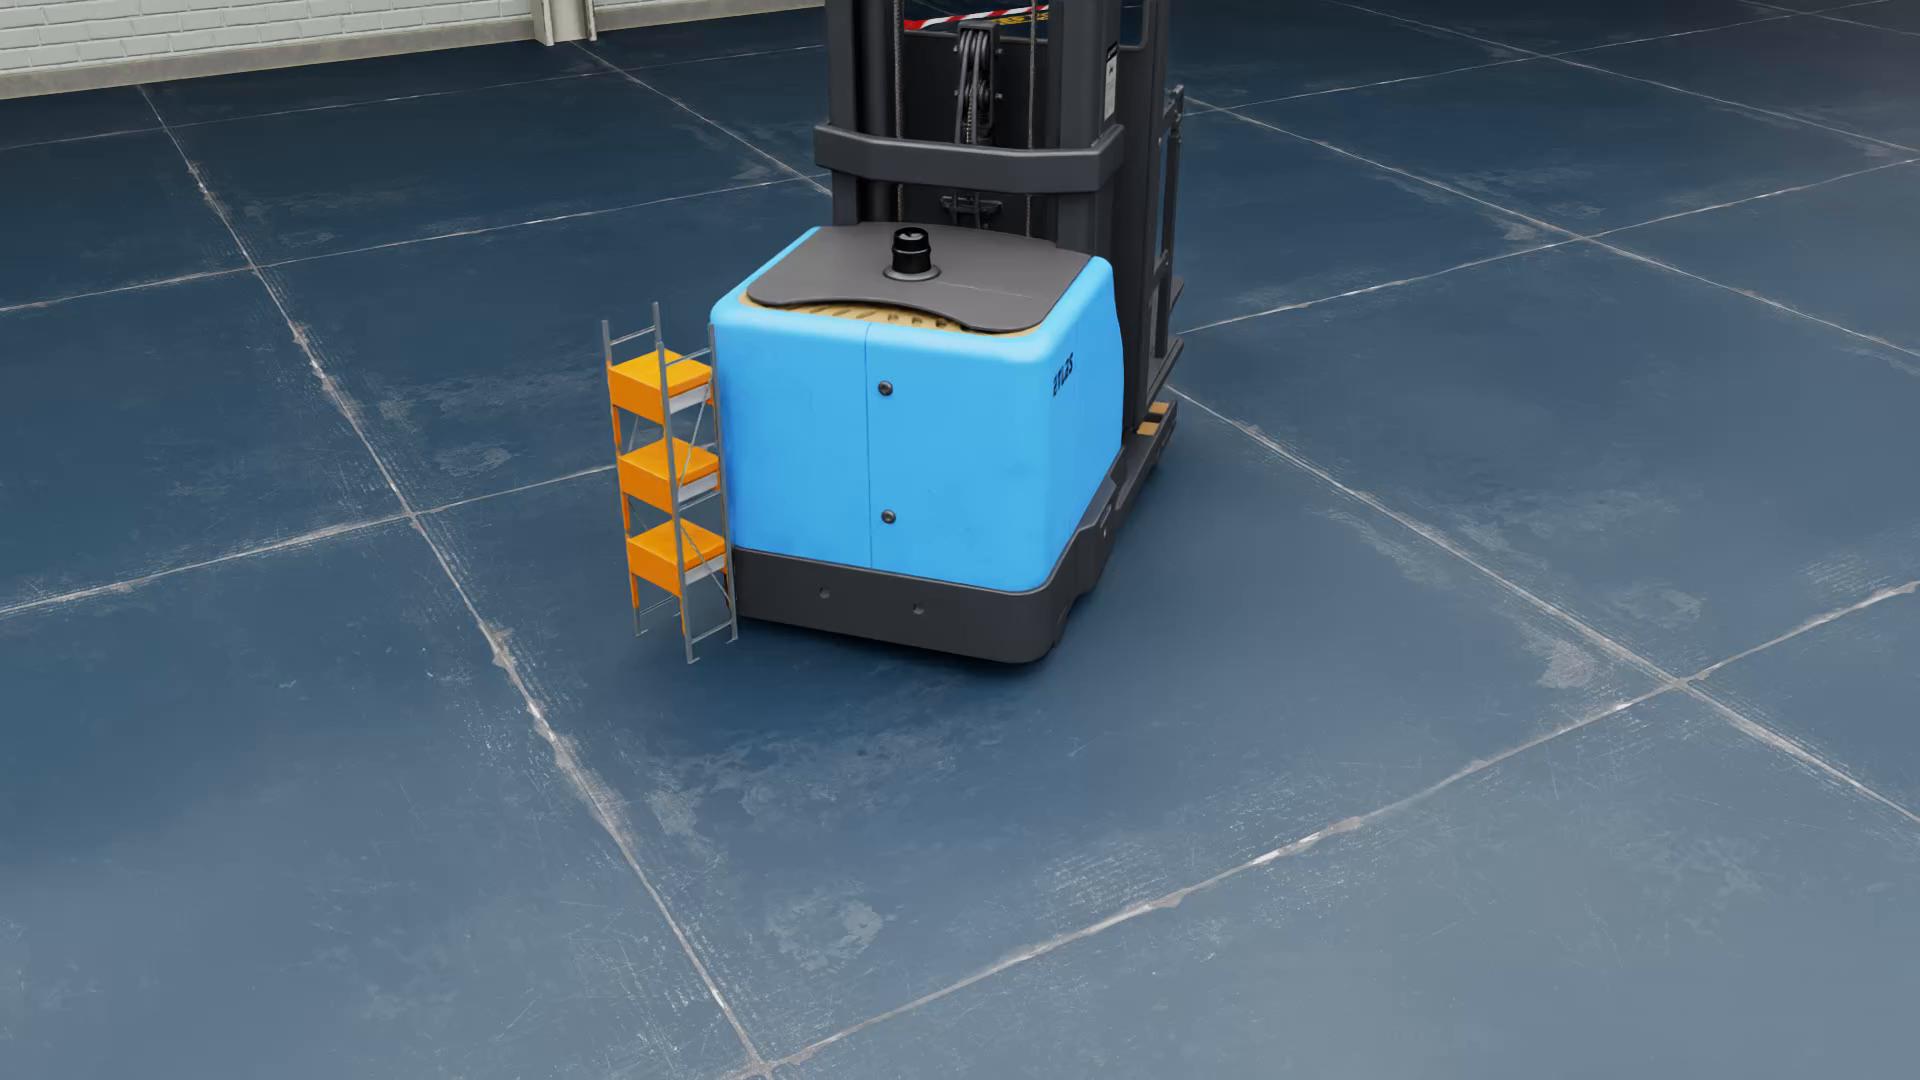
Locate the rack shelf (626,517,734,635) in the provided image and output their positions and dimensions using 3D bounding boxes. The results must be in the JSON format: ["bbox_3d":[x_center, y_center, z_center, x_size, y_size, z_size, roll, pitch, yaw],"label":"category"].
[{"bbox_3d":[-0.853,0.098,5.082,0.240,0.259,0.215,23,36,35],"label":"rack shelf"}]

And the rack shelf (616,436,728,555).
[{"bbox_3d":[-0.853,-0.145,4.948,0.240,0.259,0.215,23,36,35],"label":"rack shelf"}]

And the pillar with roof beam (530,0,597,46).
[{"bbox_3d":[-0.823,-5.964,7.243,0.400,9.000,9.100,-16,33,-26],"label":"pillar with roof beam"}]

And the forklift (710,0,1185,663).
[{"bbox_3d":[0.205,-1.614,5.640,1.130,2.935,3.031,9,30,16],"label":"forklift"}]

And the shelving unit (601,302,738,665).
[{"bbox_3d":[-0.853,-0.154,4.943,0.252,1.050,0.215,23,36,35],"label":"shelving unit"}]

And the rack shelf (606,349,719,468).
[{"bbox_3d":[-0.853,-0.393,4.811,0.240,0.259,0.215,23,36,35],"label":"rack shelf"}]

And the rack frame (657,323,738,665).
[{"bbox_3d":[-0.761,-0.115,4.872,0.008,1.050,0.200,23,36,35],"label":"rack frame"}]

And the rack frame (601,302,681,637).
[{"bbox_3d":[-0.944,-0.193,5.014,0.008,1.050,0.200,23,36,35],"label":"rack frame"}]
